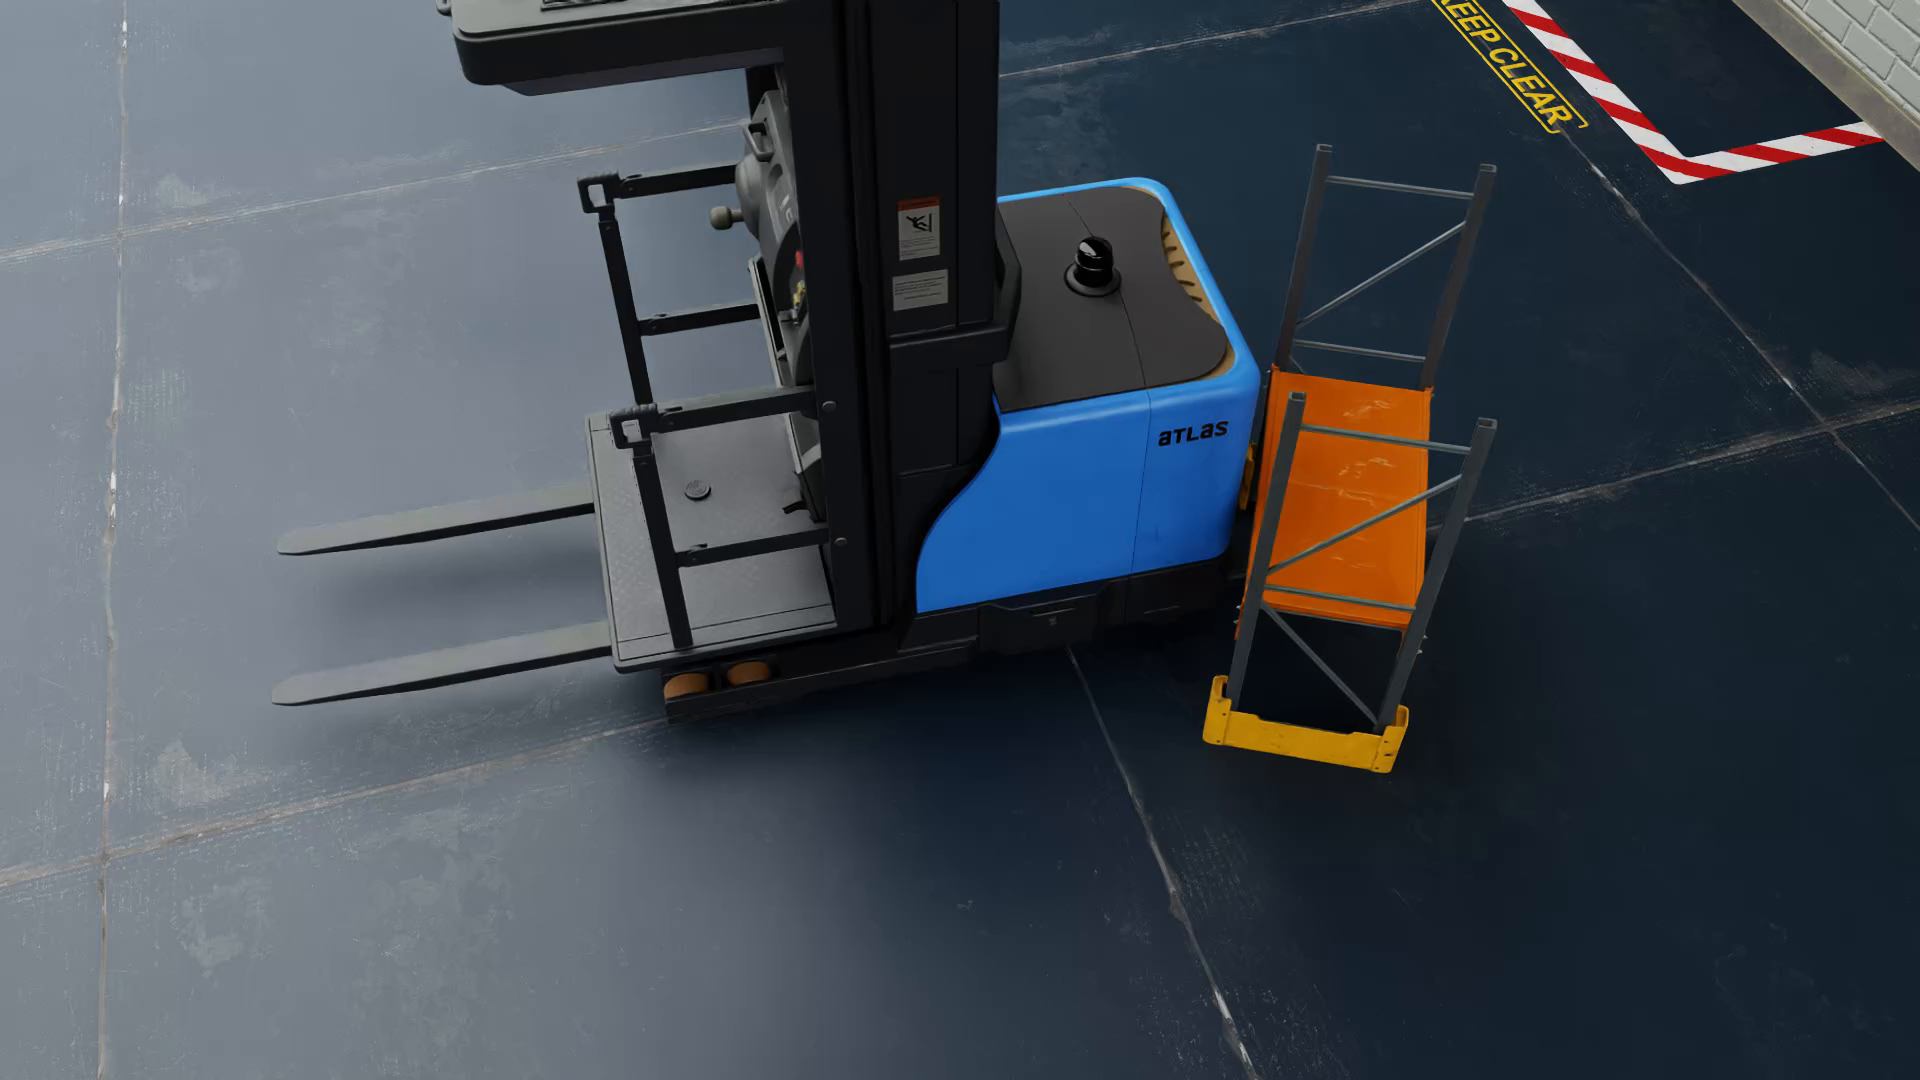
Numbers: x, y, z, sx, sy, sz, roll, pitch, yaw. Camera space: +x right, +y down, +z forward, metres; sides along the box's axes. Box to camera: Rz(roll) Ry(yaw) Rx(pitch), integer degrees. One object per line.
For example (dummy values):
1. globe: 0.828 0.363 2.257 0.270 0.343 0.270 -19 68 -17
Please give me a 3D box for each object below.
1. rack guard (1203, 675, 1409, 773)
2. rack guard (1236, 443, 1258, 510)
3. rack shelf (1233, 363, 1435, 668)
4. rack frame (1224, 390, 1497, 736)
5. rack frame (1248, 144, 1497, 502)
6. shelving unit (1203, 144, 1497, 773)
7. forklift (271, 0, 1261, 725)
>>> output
1. rack guard: 1.055 0.566 5.109 0.587 0.250 0.087 9 50 8
2. rack guard: 1.257 -0.179 5.738 0.587 0.250 0.087 9 50 8
3. rack shelf: 1.158 -0.100 5.089 0.538 0.185 1.000 9 50 8
4. rack frame: 1.055 0.164 4.630 0.500 1.500 0.032 9 50 8
5. rack frame: 1.261 -0.597 5.272 0.500 1.500 0.032 9 50 8
6. shelving unit: 1.156 -0.209 4.946 0.587 1.500 1.083 9 50 8
7. forklift: -0.691 -0.818 4.522 3.031 2.935 1.130 -10 51 -8
